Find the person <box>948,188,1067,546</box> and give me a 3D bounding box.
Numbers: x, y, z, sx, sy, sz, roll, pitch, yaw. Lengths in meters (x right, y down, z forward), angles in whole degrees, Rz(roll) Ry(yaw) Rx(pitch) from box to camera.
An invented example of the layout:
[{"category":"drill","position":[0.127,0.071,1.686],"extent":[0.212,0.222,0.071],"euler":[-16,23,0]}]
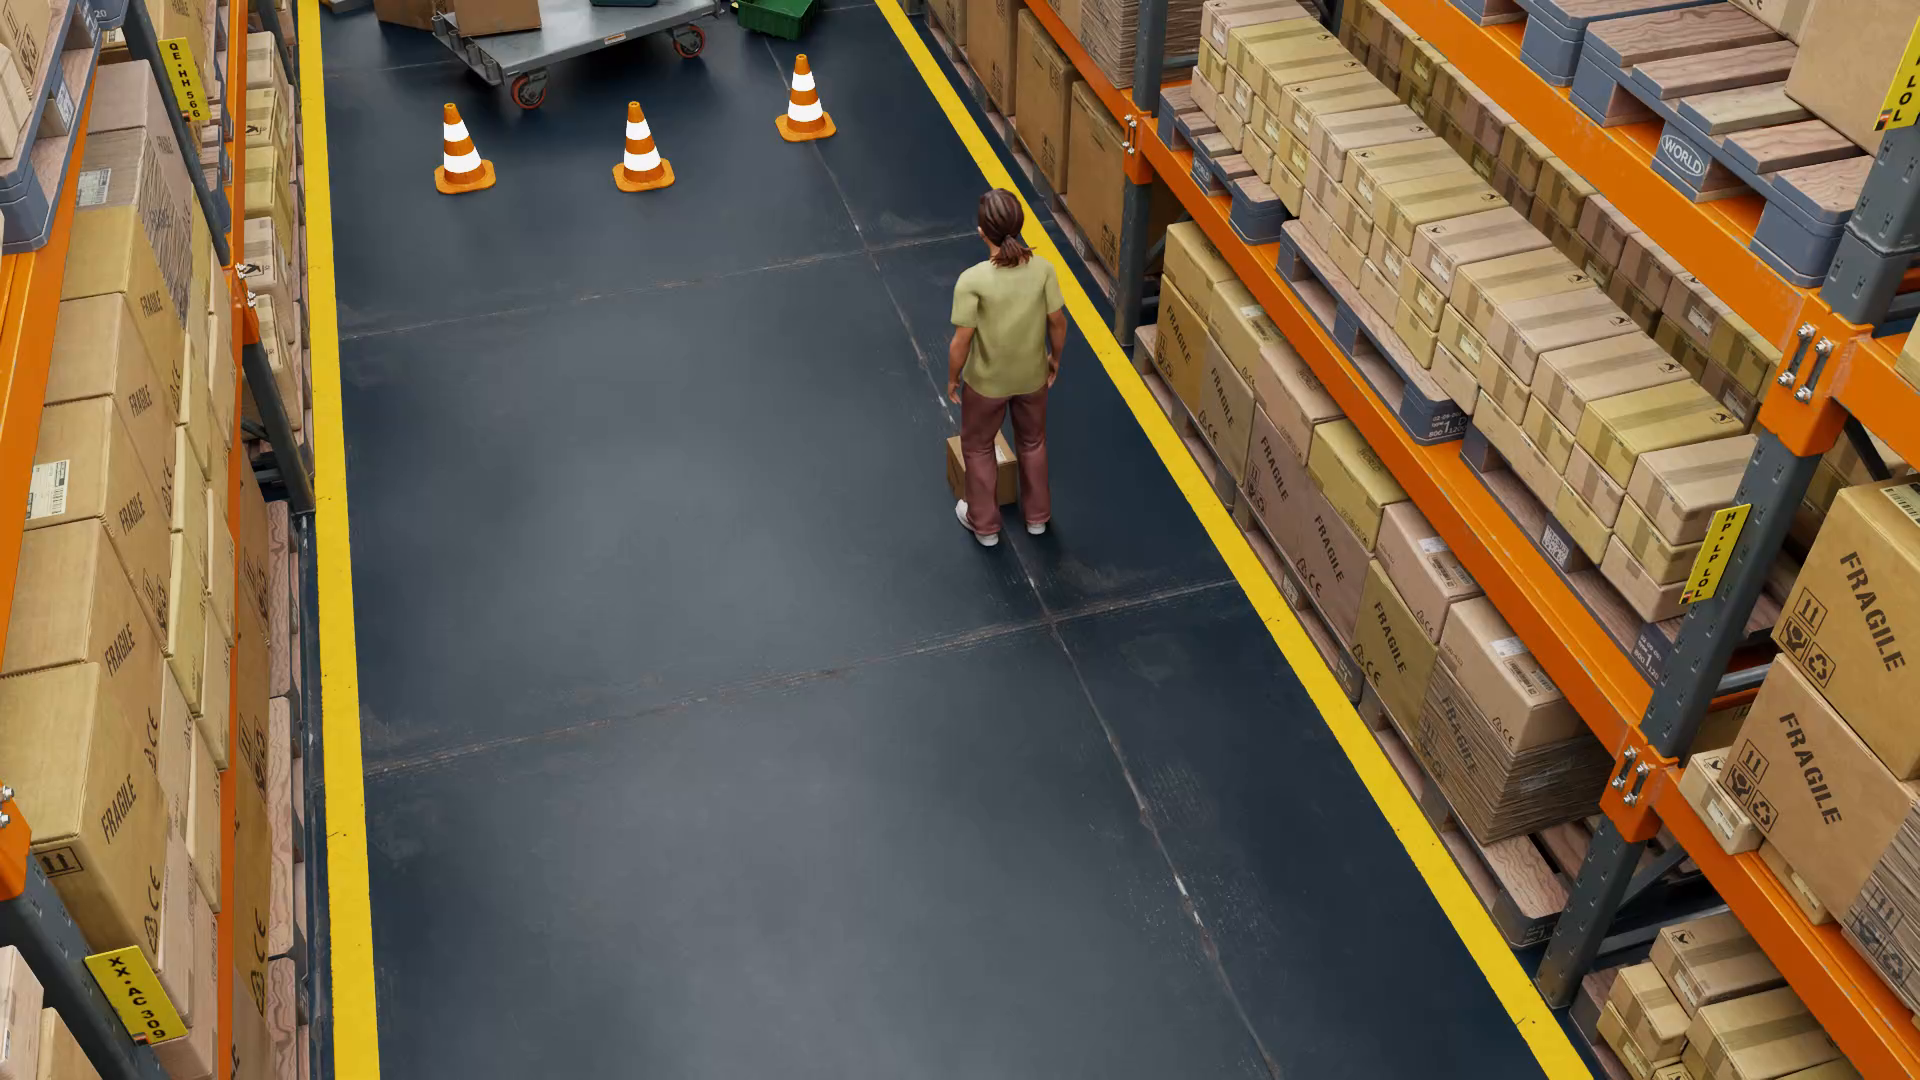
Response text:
[{"category":"person","position":[0.182,-0.686,6.913],"extent":[0.499,1.673,0.357],"euler":[-12,44,-12]}]
